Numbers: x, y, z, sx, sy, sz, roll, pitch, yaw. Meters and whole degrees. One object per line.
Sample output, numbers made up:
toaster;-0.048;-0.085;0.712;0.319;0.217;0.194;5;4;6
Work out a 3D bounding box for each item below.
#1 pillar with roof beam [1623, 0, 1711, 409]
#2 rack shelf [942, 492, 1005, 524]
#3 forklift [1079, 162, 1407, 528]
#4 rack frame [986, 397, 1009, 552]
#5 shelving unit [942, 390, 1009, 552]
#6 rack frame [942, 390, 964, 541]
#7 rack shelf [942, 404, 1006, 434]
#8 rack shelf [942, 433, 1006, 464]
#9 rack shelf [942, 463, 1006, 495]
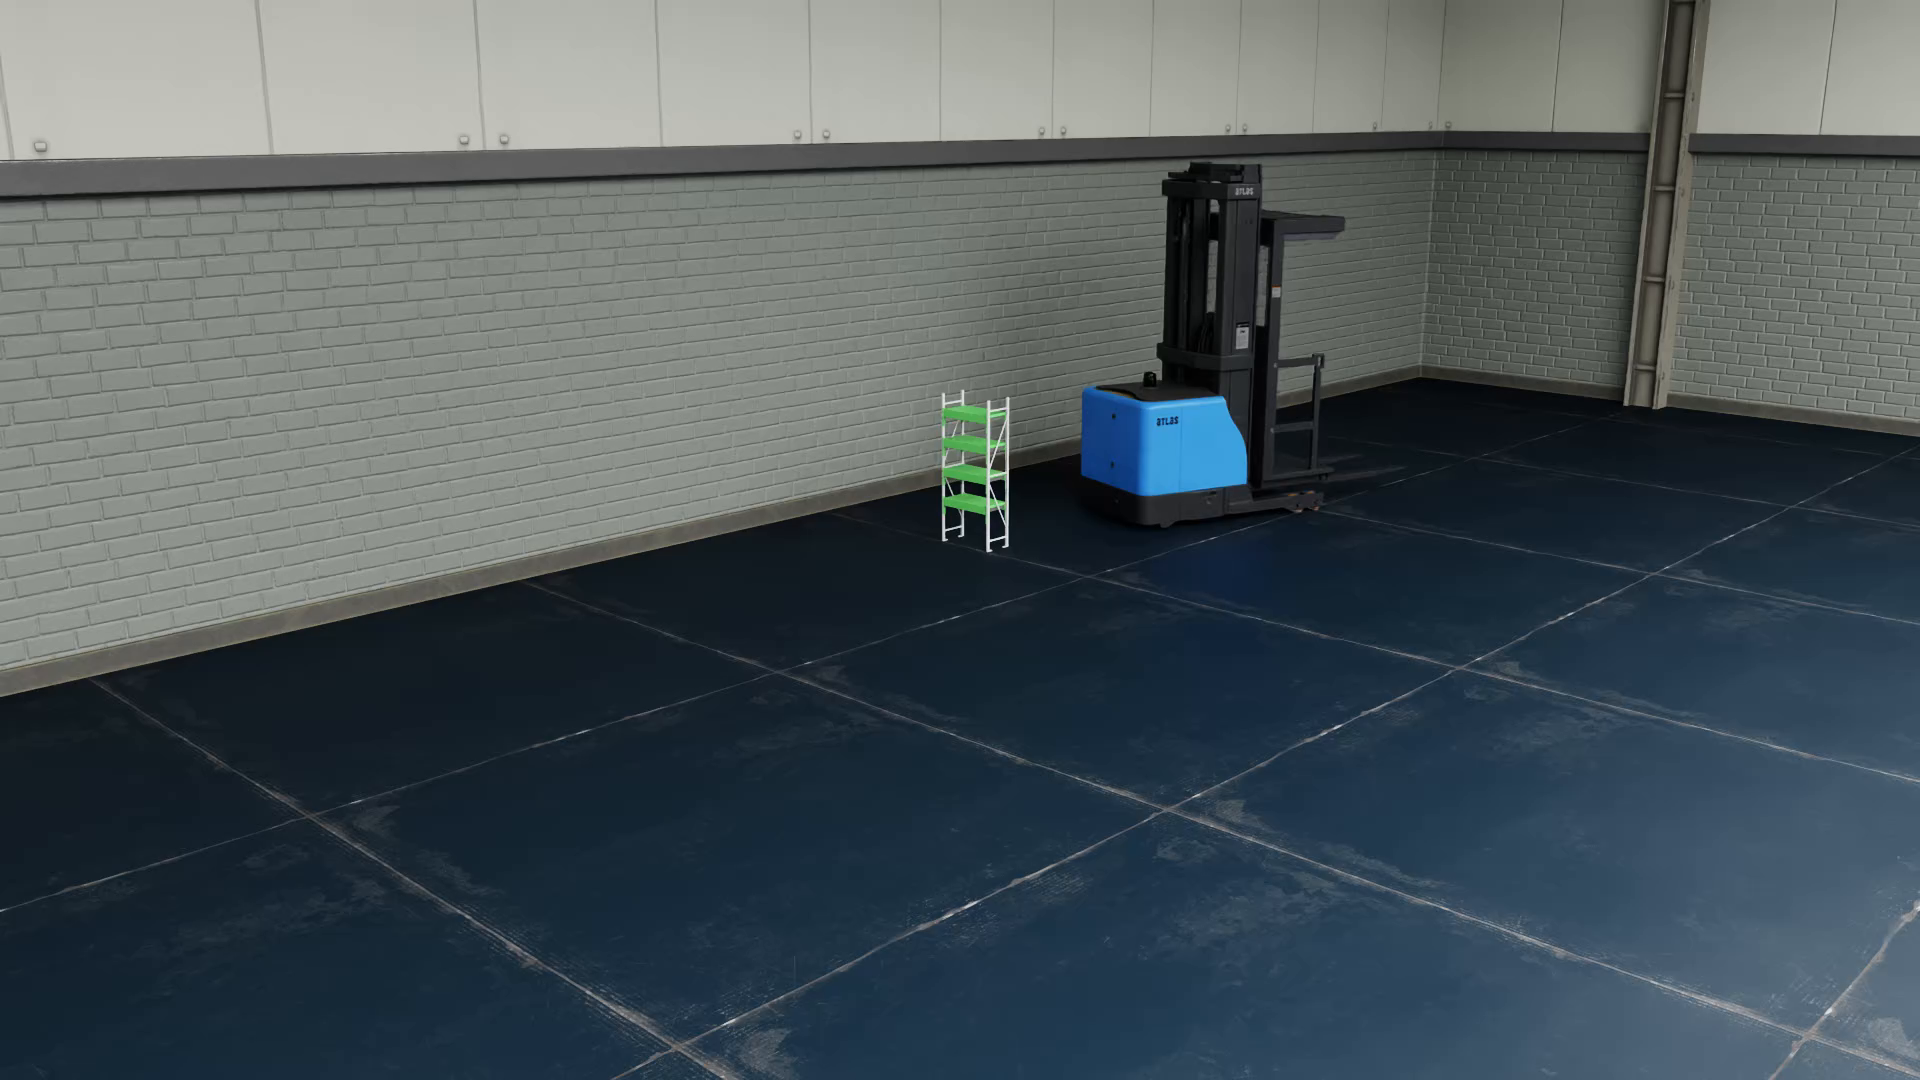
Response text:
pillar with roof beam;5.032;-5.147;15.339;0.400;9.000;9.100;14;20;42
rack shelf;0.119;-0.258;13.246;0.480;0.148;0.258;14;20;42
forklift;2.573;-1.759;14.369;3.031;2.935;1.130;-8;16;-27
rack frame;0.295;-0.509;13.006;0.015;1.200;0.240;14;20;42
shelving unit;0.119;-0.552;13.170;0.503;1.200;0.258;14;20;42
rack frame;-0.057;-0.594;13.333;0.015;1.200;0.240;14;20;42
rack shelf;0.119;-0.954;13.065;0.480;0.148;0.258;14;20;42
rack shelf;0.119;-0.722;13.125;0.480;0.148;0.258;14;20;42
rack shelf;0.119;-0.490;13.186;0.480;0.148;0.258;14;20;42
